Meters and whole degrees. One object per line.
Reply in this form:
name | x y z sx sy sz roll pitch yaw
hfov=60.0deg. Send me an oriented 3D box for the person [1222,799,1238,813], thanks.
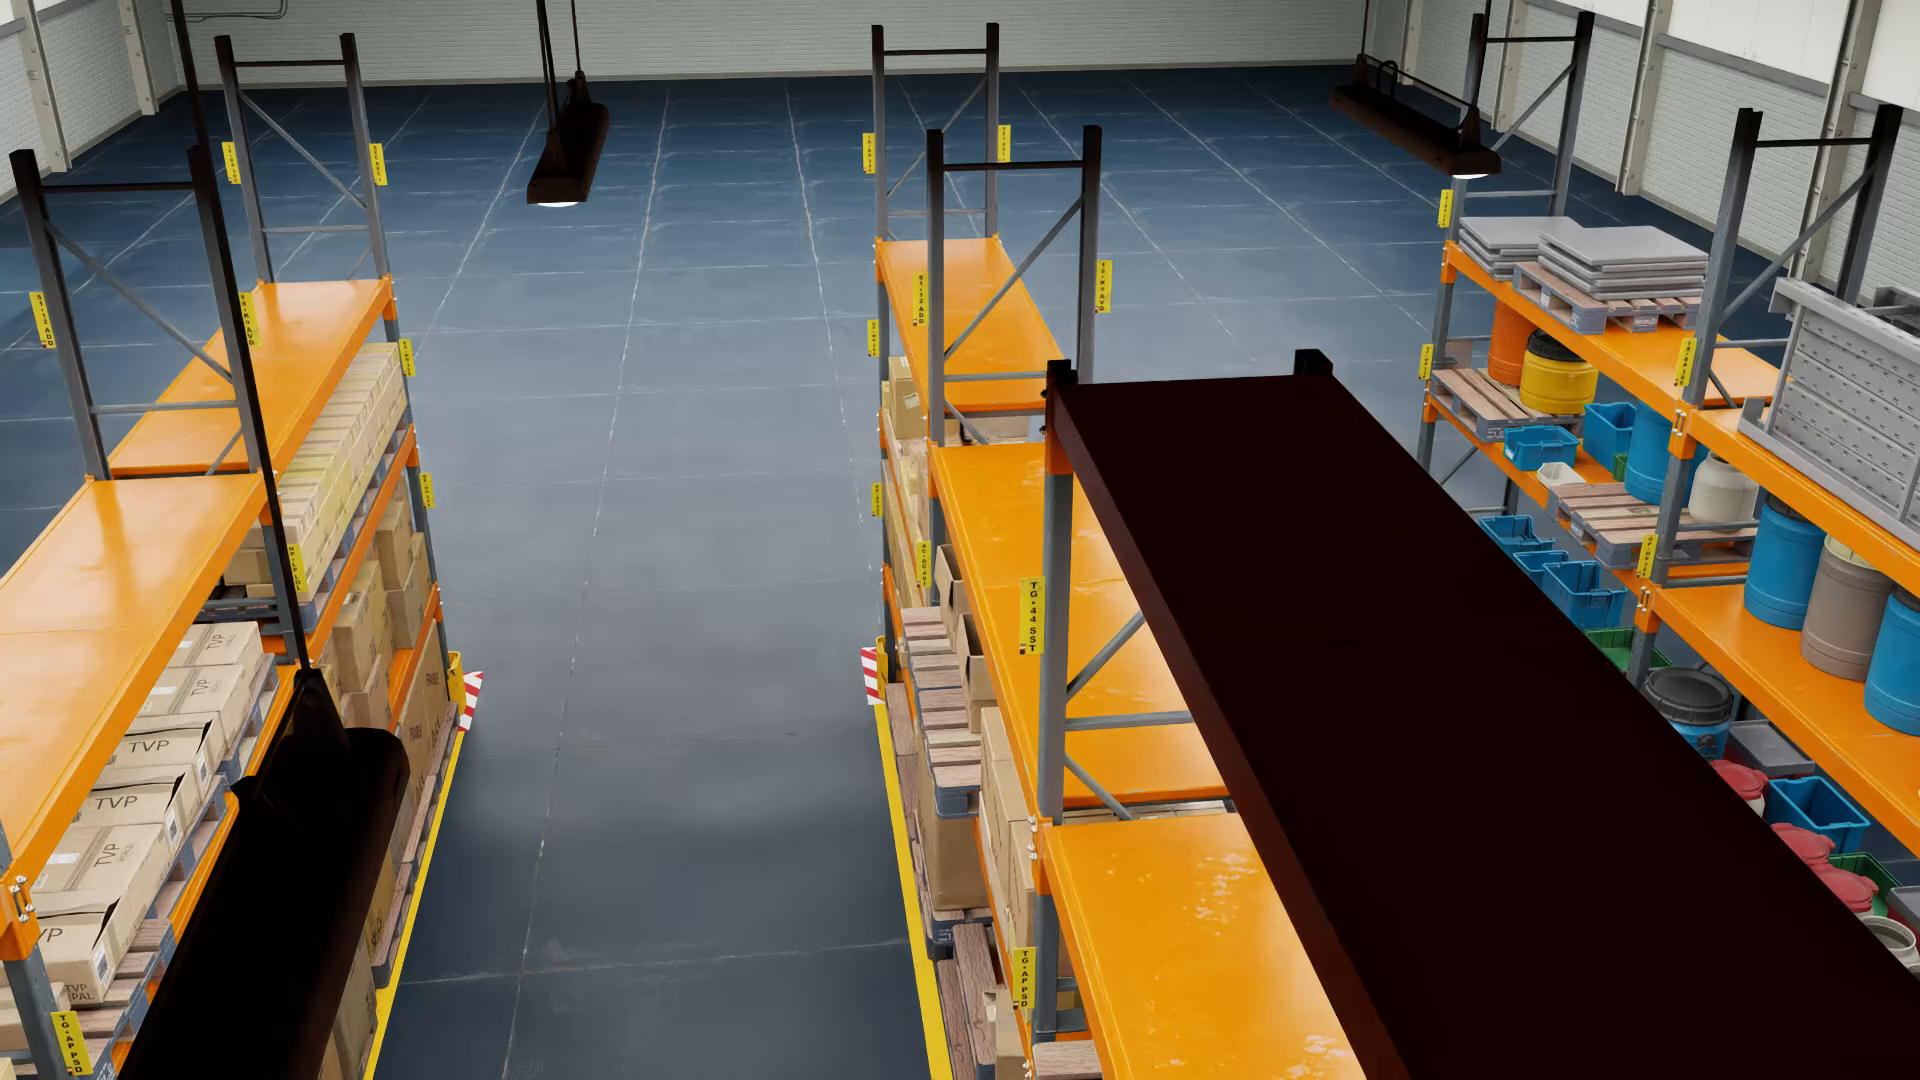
person | 1.819 2.399 11.586 0.519 1.589 1.012 -4 26 -8
